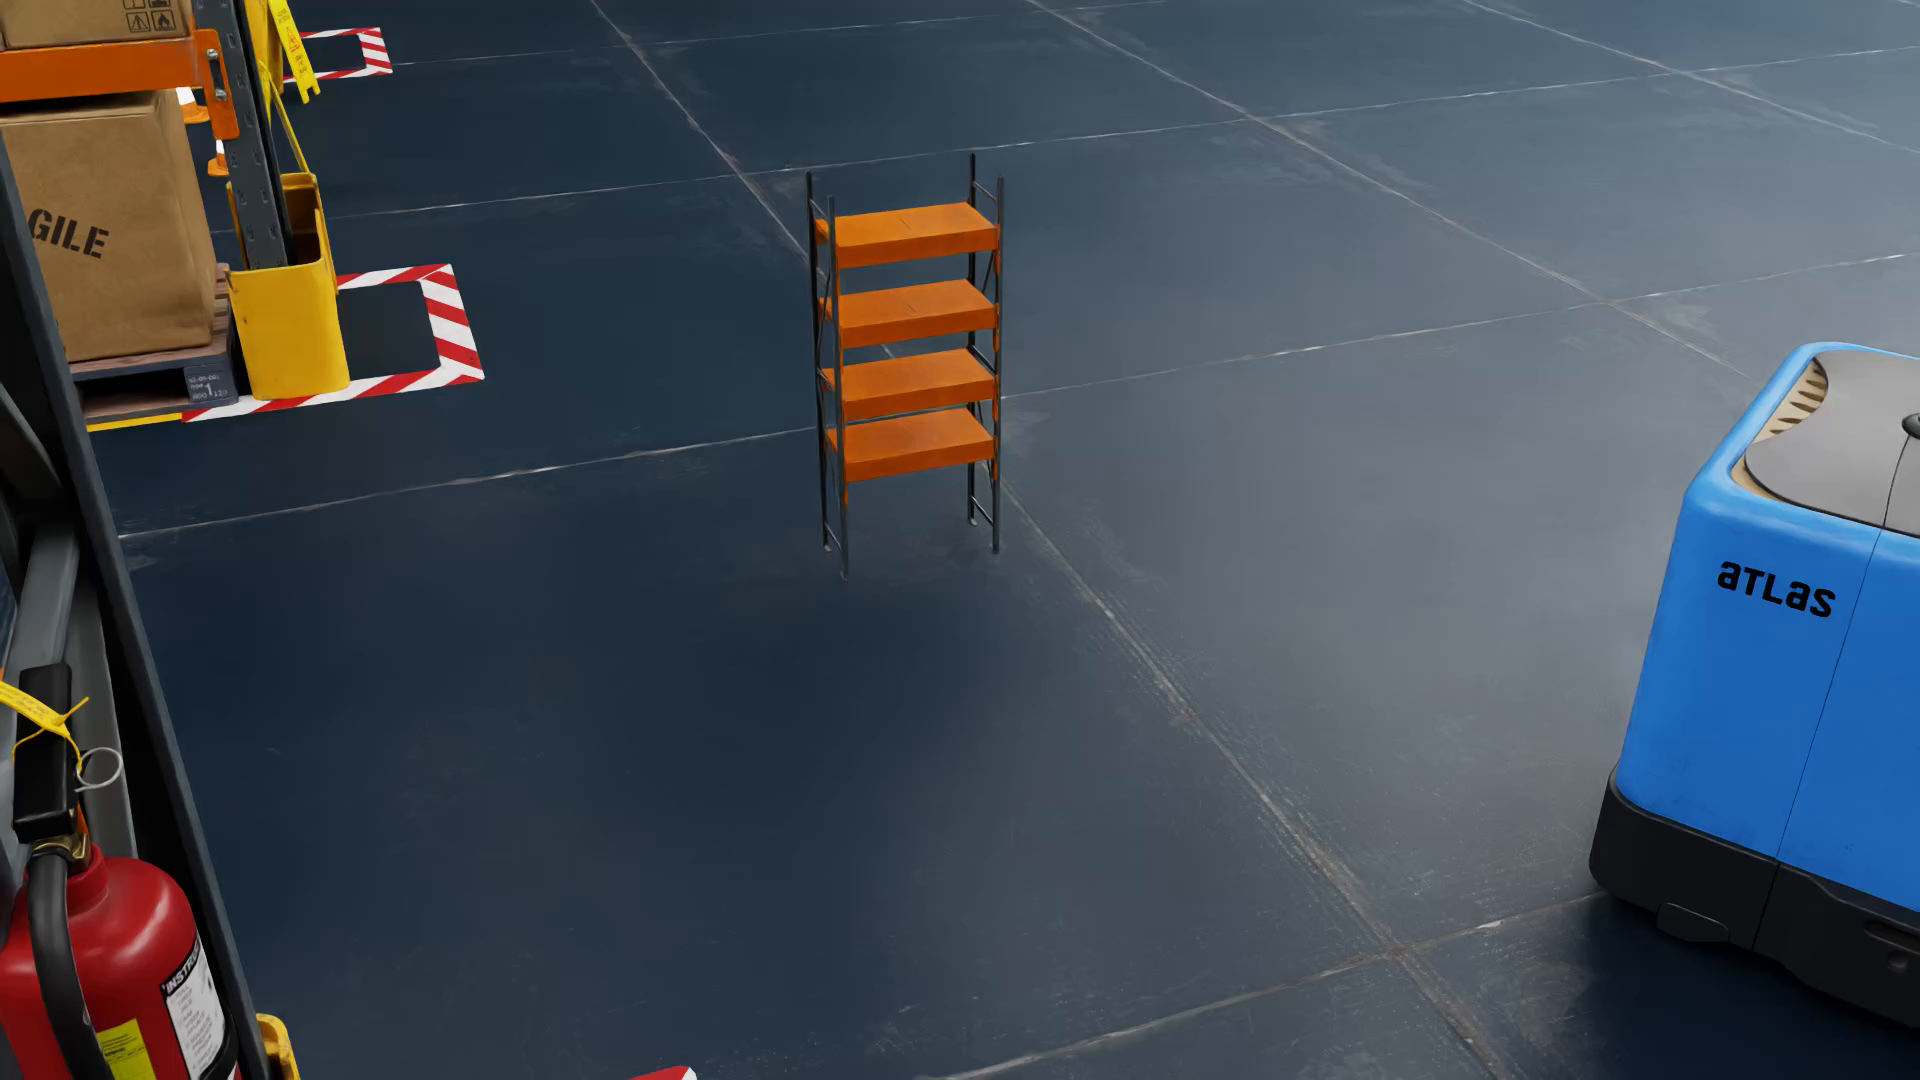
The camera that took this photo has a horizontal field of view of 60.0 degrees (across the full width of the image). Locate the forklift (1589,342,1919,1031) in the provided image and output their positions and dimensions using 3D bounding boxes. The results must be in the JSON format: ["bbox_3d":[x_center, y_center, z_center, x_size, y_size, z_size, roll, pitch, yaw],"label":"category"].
[{"bbox_3d":[2.919,-0.205,2.649,3.031,2.935,1.130,20,35,31],"label":"forklift"}]

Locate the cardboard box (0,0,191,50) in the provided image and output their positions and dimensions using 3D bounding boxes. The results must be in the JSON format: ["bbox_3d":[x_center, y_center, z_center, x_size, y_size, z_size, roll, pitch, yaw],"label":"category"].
[{"bbox_3d":[-3.005,-2.084,5.726,0.550,0.550,0.875,-10,31,-18],"label":"cardboard box"}]

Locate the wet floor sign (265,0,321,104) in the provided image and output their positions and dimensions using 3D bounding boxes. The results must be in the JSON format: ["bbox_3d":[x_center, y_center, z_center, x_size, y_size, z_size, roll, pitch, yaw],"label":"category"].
[{"bbox_3d":[-3.943,-2.897,9.682,0.232,0.644,0.267,0,30,0],"label":"wet floor sign"}]

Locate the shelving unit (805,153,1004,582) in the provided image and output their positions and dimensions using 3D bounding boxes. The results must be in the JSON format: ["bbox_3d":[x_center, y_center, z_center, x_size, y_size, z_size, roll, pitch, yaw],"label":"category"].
[{"bbox_3d":[-0.155,-0.493,4.903,0.503,1.200,0.258,-10,31,-18],"label":"shelving unit"}]

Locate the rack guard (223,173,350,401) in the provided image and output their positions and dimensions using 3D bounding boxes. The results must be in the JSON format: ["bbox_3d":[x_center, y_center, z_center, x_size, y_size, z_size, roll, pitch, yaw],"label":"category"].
[{"bbox_3d":[-2.651,-1.022,6.539,0.348,0.500,1.175,-10,31,-18],"label":"rack guard"}]

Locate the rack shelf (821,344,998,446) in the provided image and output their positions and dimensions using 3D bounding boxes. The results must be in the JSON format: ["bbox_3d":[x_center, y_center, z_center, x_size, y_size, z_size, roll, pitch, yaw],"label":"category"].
[{"bbox_3d":[-0.155,-0.434,4.936,0.480,0.148,0.258,-10,31,-18],"label":"rack shelf"}]

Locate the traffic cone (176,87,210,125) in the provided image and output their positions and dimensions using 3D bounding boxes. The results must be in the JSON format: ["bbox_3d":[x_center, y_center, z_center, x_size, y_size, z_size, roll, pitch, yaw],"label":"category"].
[{"bbox_3d":[-4.447,-2.608,9.360,0.334,0.463,0.336,-10,31,-18],"label":"traffic cone"}]

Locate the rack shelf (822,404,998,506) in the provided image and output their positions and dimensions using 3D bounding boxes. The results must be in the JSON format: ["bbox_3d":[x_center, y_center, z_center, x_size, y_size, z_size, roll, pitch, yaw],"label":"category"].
[{"bbox_3d":[-0.155,-0.262,5.034,0.480,0.148,0.258,-10,31,-18],"label":"rack shelf"}]

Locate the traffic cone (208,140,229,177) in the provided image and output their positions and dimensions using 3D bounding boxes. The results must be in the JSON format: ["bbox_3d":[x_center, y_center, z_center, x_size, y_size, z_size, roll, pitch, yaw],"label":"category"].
[{"bbox_3d":[-3.742,-2.152,8.560,0.334,0.463,0.336,-10,31,-18],"label":"traffic cone"}]

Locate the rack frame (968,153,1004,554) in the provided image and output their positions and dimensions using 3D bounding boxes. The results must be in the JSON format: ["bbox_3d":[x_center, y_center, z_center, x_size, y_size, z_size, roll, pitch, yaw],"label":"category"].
[{"bbox_3d":[0.074,-0.535,4.977,0.015,1.200,0.240,-10,31,-18],"label":"rack frame"}]

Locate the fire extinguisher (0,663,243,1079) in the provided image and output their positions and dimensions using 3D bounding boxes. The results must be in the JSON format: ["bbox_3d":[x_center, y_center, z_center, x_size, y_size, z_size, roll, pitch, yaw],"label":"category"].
[{"bbox_3d":[-0.771,0.442,1.522,0.183,0.674,0.296,-10,31,-18],"label":"fire extinguisher"}]

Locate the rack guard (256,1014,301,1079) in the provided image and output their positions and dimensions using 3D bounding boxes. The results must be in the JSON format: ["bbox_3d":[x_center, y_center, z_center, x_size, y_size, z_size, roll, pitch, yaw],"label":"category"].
[{"bbox_3d":[-1.110,1.314,2.439,0.348,0.500,1.175,-10,31,-18],"label":"rack guard"}]

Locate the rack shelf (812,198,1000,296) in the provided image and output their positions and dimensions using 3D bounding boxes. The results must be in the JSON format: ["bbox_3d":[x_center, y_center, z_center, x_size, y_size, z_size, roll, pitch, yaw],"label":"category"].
[{"bbox_3d":[-0.155,-0.834,4.708,0.480,0.148,0.258,-10,31,-18],"label":"rack shelf"}]

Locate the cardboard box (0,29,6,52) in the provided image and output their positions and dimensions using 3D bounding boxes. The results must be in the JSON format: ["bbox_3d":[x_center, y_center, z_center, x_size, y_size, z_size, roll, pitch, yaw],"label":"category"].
[{"bbox_3d":[-3.513,-1.979,5.542,0.550,0.550,0.875,-10,31,-18],"label":"cardboard box"}]

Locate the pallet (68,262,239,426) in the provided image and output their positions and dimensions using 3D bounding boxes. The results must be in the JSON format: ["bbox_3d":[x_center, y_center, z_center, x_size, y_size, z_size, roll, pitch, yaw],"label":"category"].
[{"bbox_3d":[-3.396,-0.718,6.297,1.213,0.211,1.003,-10,31,-18],"label":"pallet"}]

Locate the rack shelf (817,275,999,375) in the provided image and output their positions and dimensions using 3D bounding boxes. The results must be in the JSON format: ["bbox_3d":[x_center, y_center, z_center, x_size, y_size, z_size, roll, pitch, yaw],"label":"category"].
[{"bbox_3d":[-0.155,-0.629,4.825,0.480,0.148,0.258,-10,31,-18],"label":"rack shelf"}]

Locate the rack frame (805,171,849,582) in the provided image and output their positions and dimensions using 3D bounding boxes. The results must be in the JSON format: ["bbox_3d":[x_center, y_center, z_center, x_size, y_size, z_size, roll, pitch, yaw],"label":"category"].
[{"bbox_3d":[-0.384,-0.451,4.829,0.015,1.200,0.240,-10,31,-18],"label":"rack frame"}]

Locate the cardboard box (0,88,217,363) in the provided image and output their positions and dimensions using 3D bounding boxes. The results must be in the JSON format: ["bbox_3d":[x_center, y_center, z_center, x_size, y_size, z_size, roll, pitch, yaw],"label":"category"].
[{"bbox_3d":[-3.286,-1.216,6.076,0.875,0.875,0.875,-10,31,-17],"label":"cardboard box"}]

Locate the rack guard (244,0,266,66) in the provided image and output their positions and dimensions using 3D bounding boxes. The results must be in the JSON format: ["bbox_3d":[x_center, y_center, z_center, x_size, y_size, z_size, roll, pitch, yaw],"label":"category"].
[{"bbox_3d":[-4.565,-3.284,10.509,0.348,0.500,1.175,-10,31,-18],"label":"rack guard"}]

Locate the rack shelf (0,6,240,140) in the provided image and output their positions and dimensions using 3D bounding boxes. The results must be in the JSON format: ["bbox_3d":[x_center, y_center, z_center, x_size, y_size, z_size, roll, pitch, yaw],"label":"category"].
[{"bbox_3d":[-4.548,-1.446,5.485,4.000,0.370,1.077,-10,31,-18],"label":"rack shelf"}]

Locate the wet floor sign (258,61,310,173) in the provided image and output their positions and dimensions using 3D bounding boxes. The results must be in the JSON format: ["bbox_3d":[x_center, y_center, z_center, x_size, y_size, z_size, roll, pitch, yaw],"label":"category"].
[{"bbox_3d":[-3.337,-2.005,8.117,0.232,0.644,0.267,-16,33,-26],"label":"wet floor sign"}]

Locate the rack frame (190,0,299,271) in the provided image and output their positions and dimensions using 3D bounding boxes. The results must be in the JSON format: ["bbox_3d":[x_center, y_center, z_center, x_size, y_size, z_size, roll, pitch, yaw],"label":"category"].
[{"bbox_3d":[-2.673,-2.104,5.913,0.127,3.000,1.000,-10,31,-18],"label":"rack frame"}]

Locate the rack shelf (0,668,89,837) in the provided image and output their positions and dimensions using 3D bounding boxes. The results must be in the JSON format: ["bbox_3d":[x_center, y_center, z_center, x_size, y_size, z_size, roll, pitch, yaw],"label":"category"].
[{"bbox_3d":[-2.913,0.872,1.415,4.000,0.370,1.077,-10,31,-18],"label":"rack shelf"}]
